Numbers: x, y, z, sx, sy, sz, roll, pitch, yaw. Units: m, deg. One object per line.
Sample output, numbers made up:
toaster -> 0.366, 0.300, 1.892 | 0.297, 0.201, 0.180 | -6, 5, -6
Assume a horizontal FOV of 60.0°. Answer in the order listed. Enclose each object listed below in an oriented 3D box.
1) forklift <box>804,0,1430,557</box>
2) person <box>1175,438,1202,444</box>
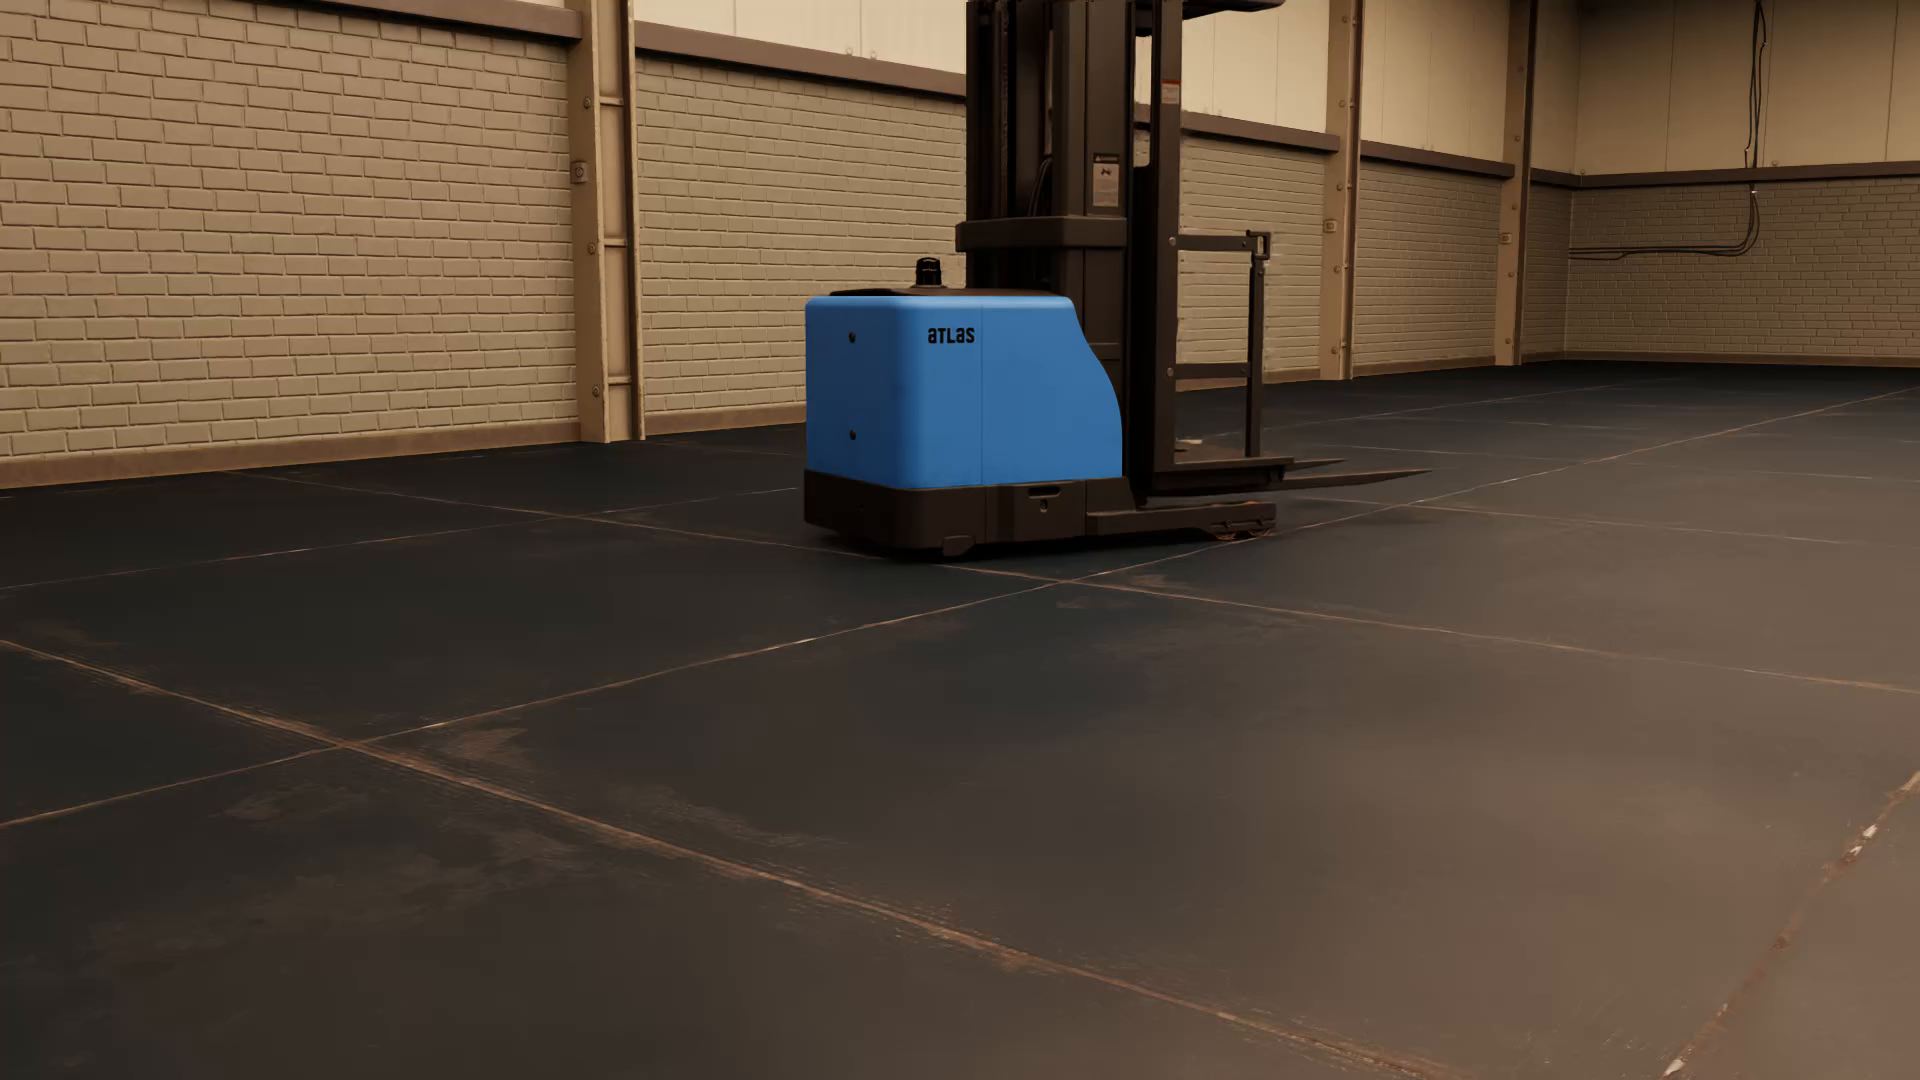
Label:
forklift -> 0.841, -1.509, 7.597 | 3.031, 2.935, 1.130 | -5, 10, -29
person -> 0.713, -0.985, 8.695 | 0.972, 1.578, 1.247 | 0, 8, -1
